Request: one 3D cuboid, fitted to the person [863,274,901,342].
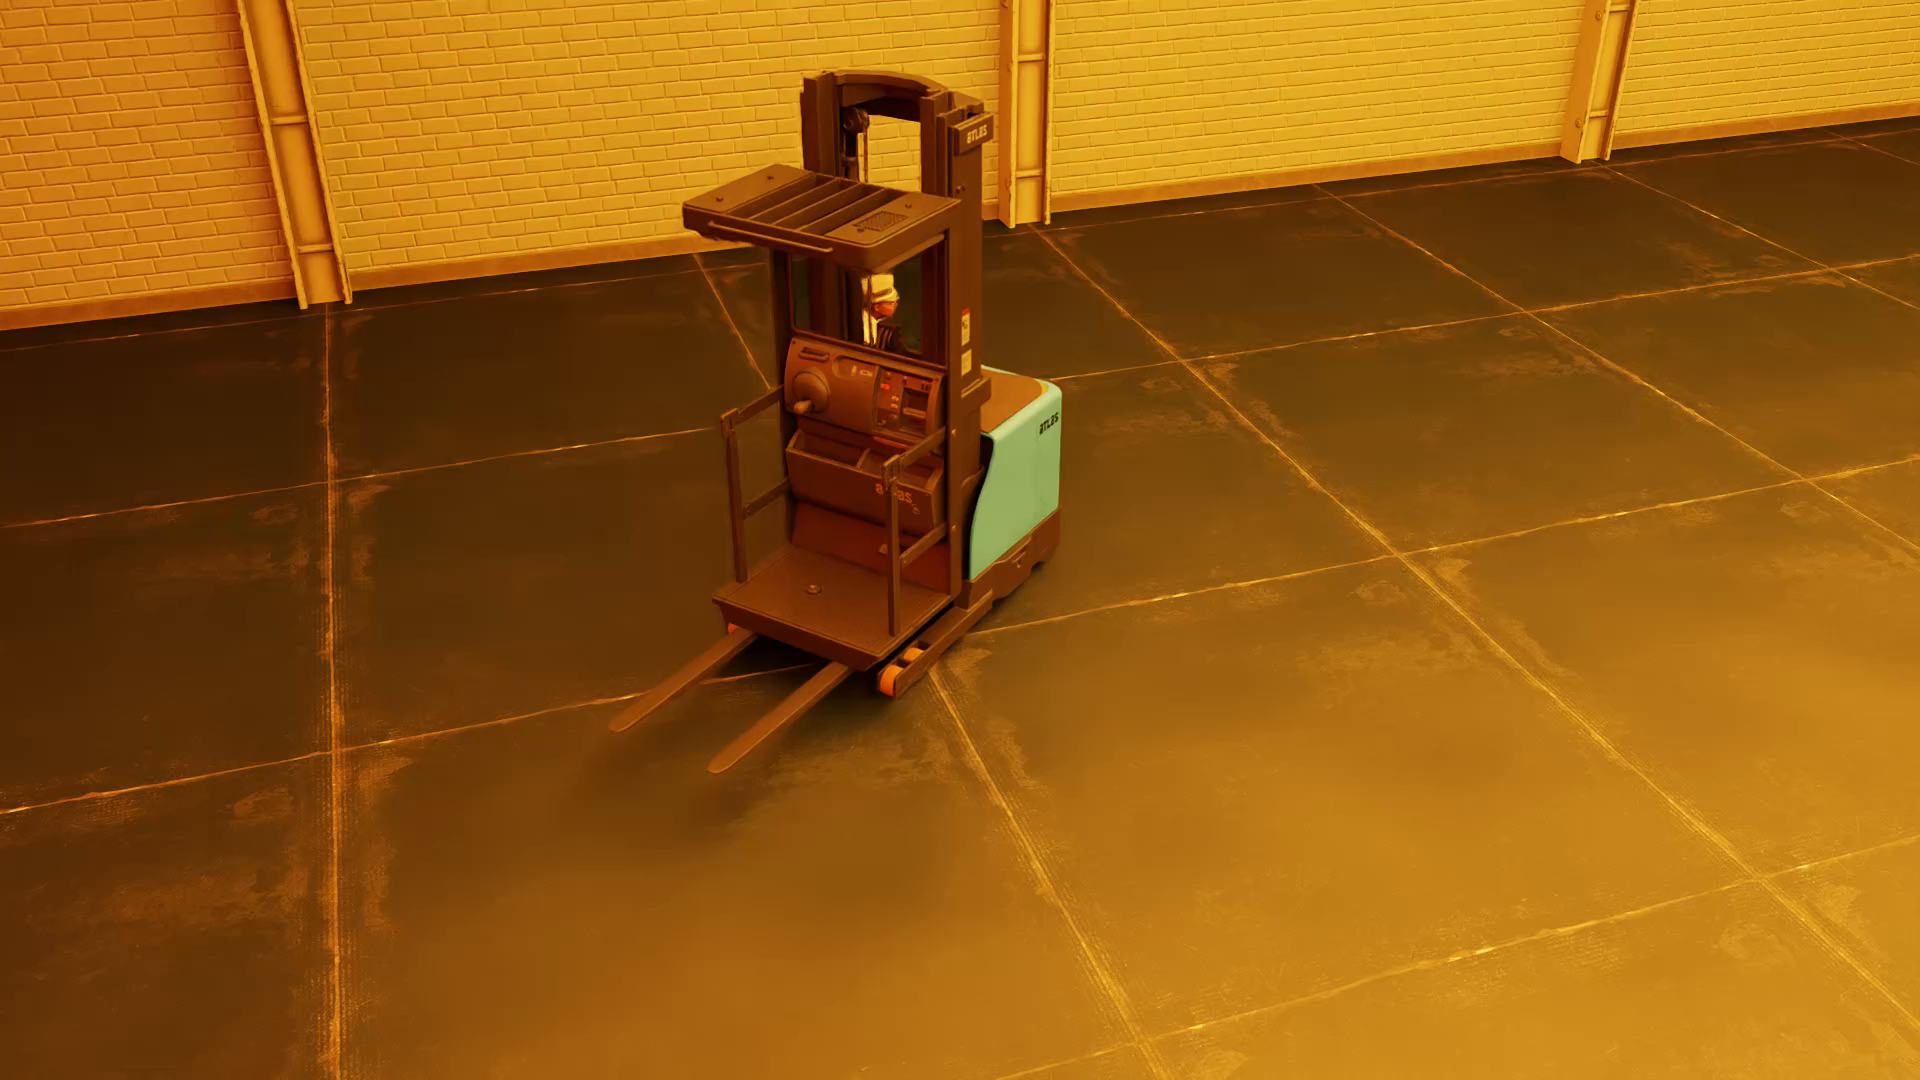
[{"bbox_3d":[-0.302,-0.909,10.192,0.815,1.465,0.730,-3,30,-6],"label":"person"}]

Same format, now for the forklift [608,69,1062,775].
[{"bbox_3d":[-0.613,-0.721,8.341,1.130,2.935,3.031,17,34,27],"label":"forklift"}]
